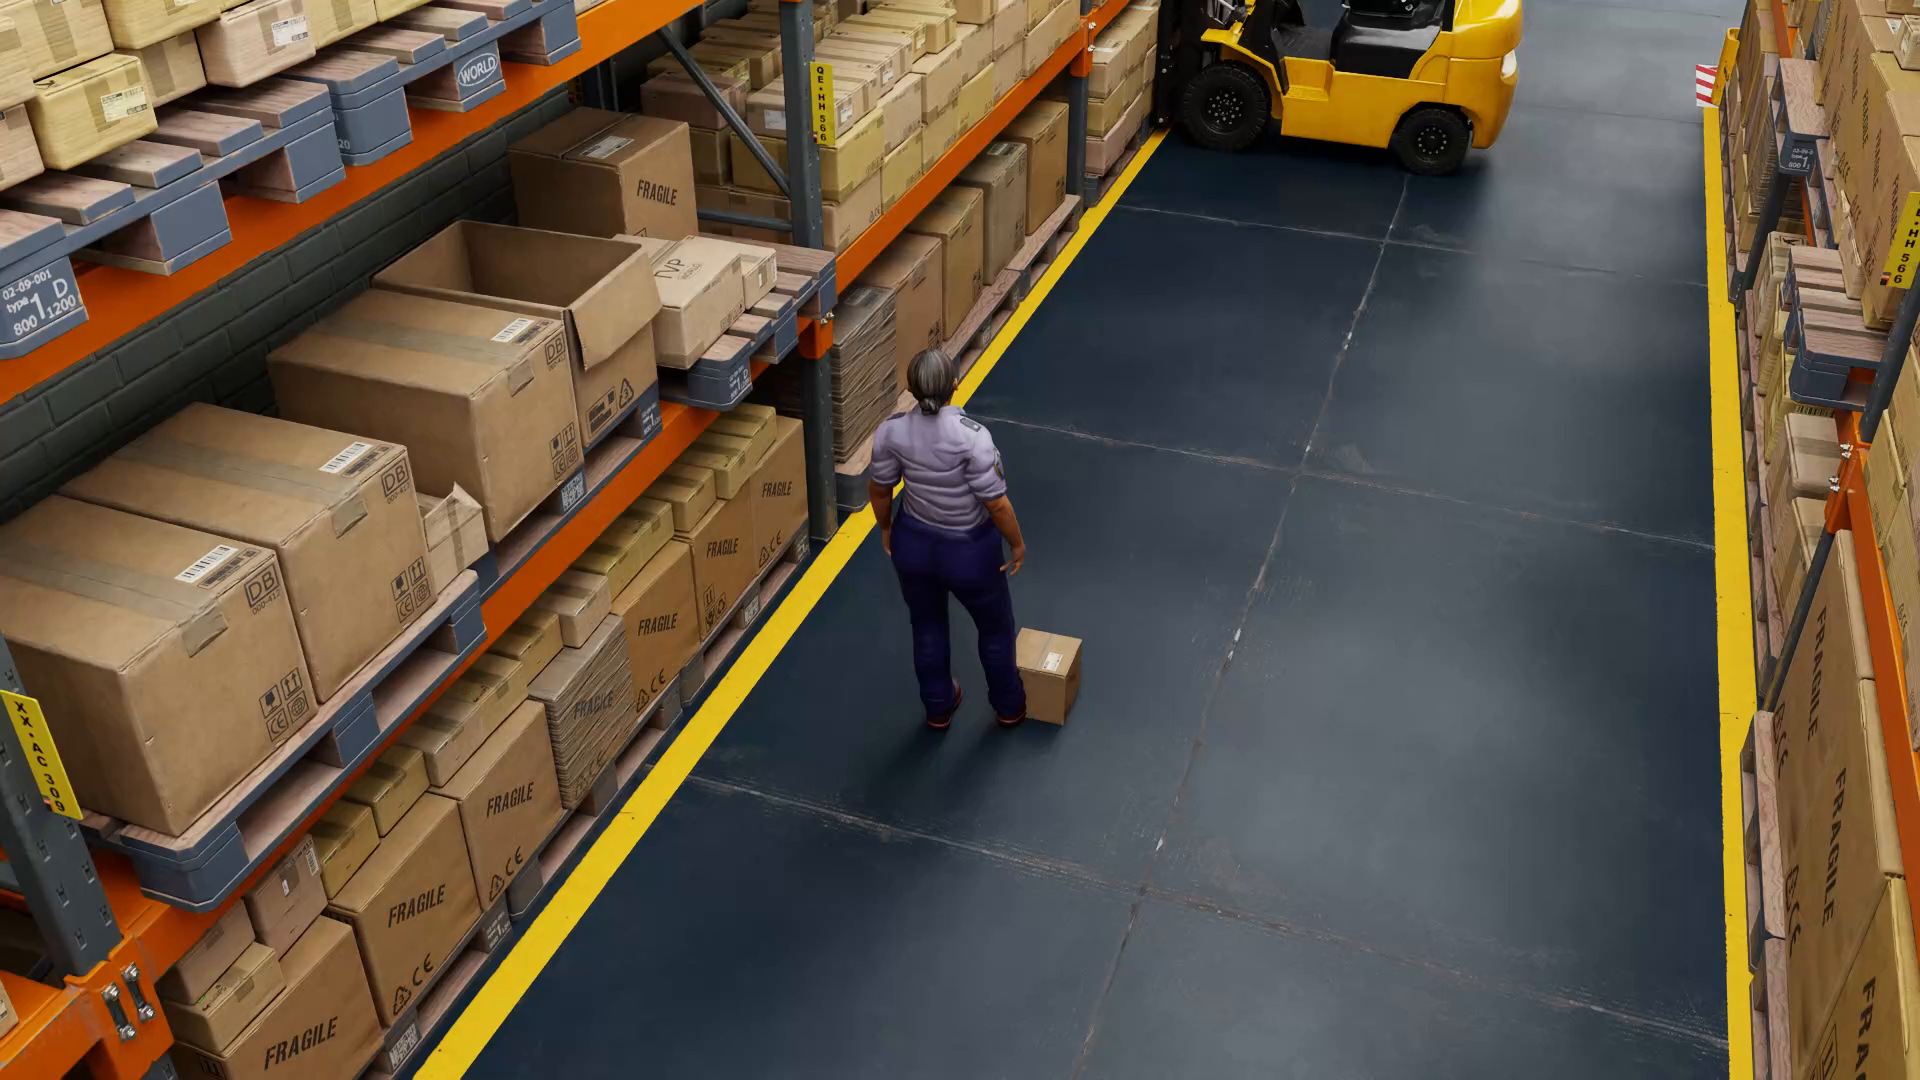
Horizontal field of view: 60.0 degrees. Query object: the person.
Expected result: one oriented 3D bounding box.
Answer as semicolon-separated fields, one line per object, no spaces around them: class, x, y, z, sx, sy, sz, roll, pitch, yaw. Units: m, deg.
person;-0.002;-0.011;6.153;0.599;1.650;0.503;11;35;16
